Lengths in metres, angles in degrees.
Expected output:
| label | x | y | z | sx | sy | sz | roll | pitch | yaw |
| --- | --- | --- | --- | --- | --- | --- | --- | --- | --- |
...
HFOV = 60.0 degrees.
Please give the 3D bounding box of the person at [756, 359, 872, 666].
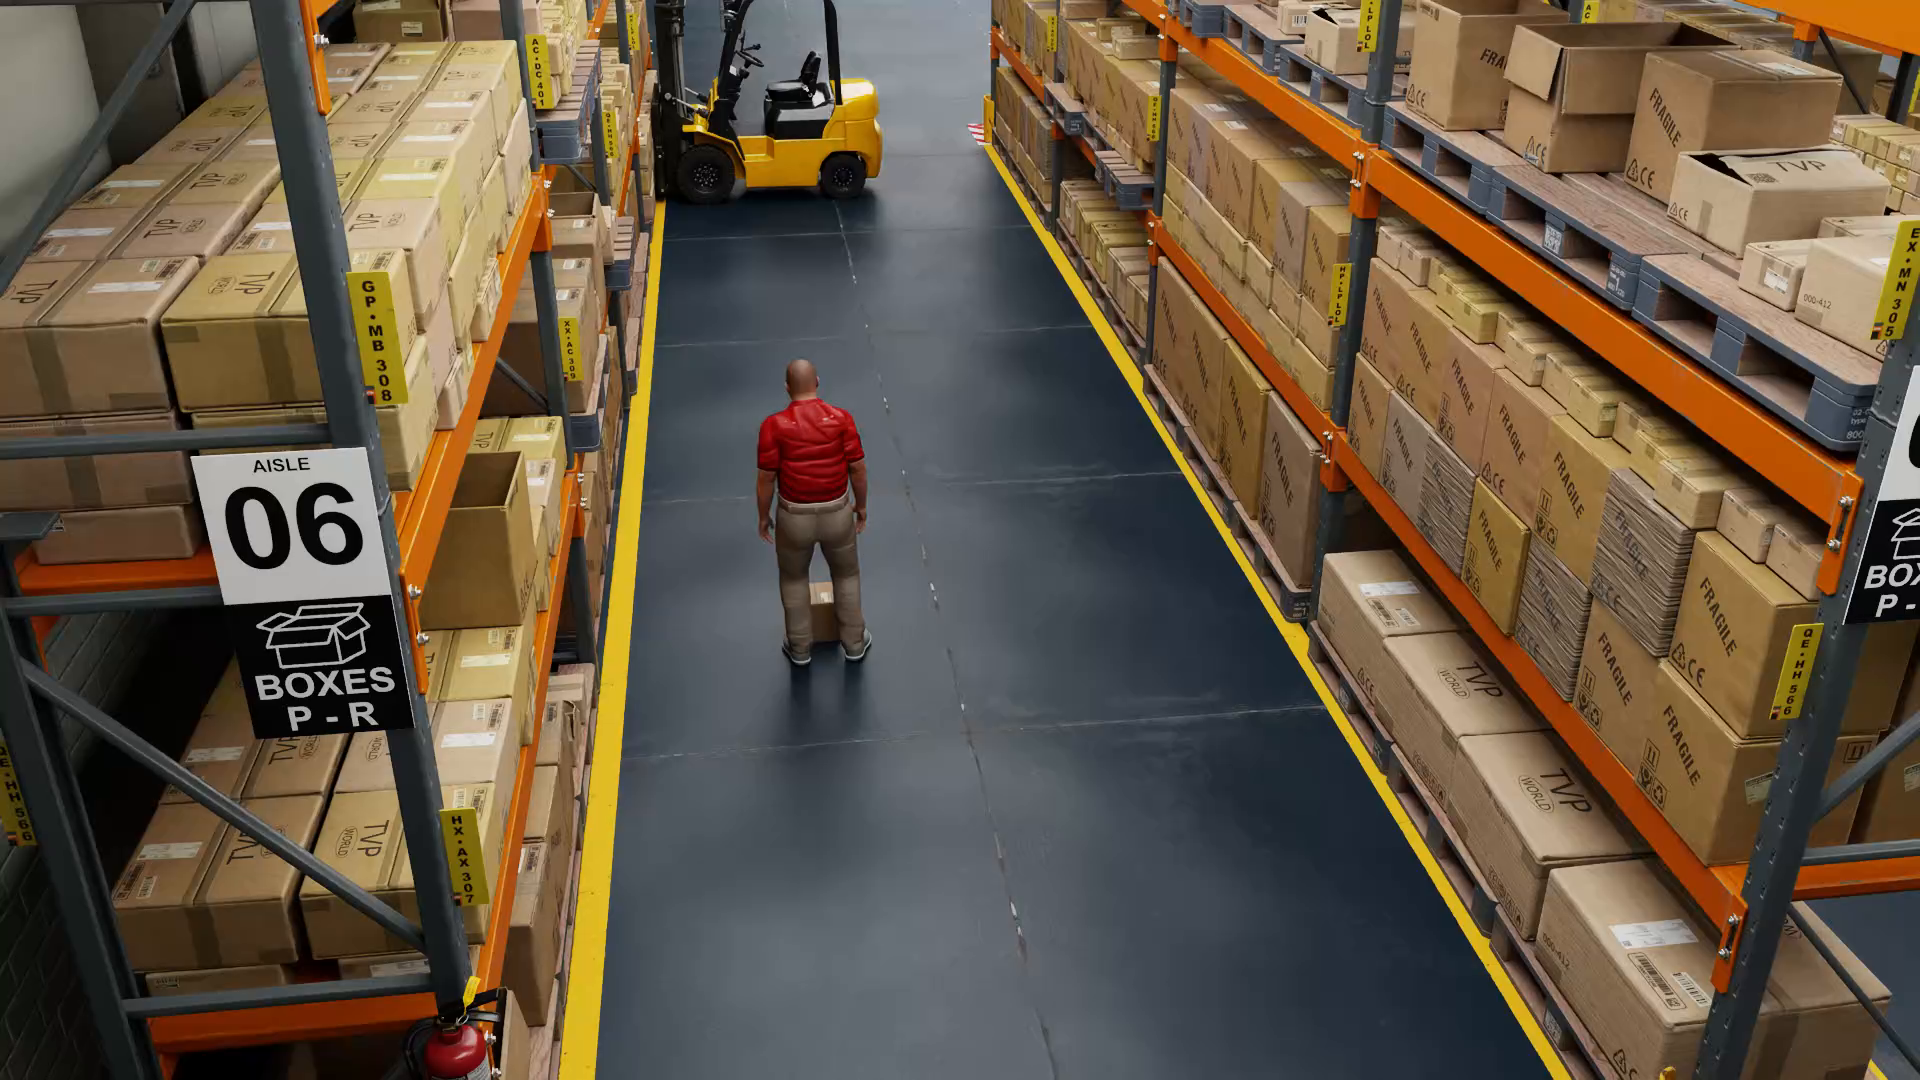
| label | x | y | z | sx | sy | sz | roll | pitch | yaw |
| --- | --- | --- | --- | --- | --- | --- | --- | --- | --- |
| person | -0.781 | -0.134 | 8.896 | 0.606 | 1.727 | 0.399 | -5 | 27 | -10 |
